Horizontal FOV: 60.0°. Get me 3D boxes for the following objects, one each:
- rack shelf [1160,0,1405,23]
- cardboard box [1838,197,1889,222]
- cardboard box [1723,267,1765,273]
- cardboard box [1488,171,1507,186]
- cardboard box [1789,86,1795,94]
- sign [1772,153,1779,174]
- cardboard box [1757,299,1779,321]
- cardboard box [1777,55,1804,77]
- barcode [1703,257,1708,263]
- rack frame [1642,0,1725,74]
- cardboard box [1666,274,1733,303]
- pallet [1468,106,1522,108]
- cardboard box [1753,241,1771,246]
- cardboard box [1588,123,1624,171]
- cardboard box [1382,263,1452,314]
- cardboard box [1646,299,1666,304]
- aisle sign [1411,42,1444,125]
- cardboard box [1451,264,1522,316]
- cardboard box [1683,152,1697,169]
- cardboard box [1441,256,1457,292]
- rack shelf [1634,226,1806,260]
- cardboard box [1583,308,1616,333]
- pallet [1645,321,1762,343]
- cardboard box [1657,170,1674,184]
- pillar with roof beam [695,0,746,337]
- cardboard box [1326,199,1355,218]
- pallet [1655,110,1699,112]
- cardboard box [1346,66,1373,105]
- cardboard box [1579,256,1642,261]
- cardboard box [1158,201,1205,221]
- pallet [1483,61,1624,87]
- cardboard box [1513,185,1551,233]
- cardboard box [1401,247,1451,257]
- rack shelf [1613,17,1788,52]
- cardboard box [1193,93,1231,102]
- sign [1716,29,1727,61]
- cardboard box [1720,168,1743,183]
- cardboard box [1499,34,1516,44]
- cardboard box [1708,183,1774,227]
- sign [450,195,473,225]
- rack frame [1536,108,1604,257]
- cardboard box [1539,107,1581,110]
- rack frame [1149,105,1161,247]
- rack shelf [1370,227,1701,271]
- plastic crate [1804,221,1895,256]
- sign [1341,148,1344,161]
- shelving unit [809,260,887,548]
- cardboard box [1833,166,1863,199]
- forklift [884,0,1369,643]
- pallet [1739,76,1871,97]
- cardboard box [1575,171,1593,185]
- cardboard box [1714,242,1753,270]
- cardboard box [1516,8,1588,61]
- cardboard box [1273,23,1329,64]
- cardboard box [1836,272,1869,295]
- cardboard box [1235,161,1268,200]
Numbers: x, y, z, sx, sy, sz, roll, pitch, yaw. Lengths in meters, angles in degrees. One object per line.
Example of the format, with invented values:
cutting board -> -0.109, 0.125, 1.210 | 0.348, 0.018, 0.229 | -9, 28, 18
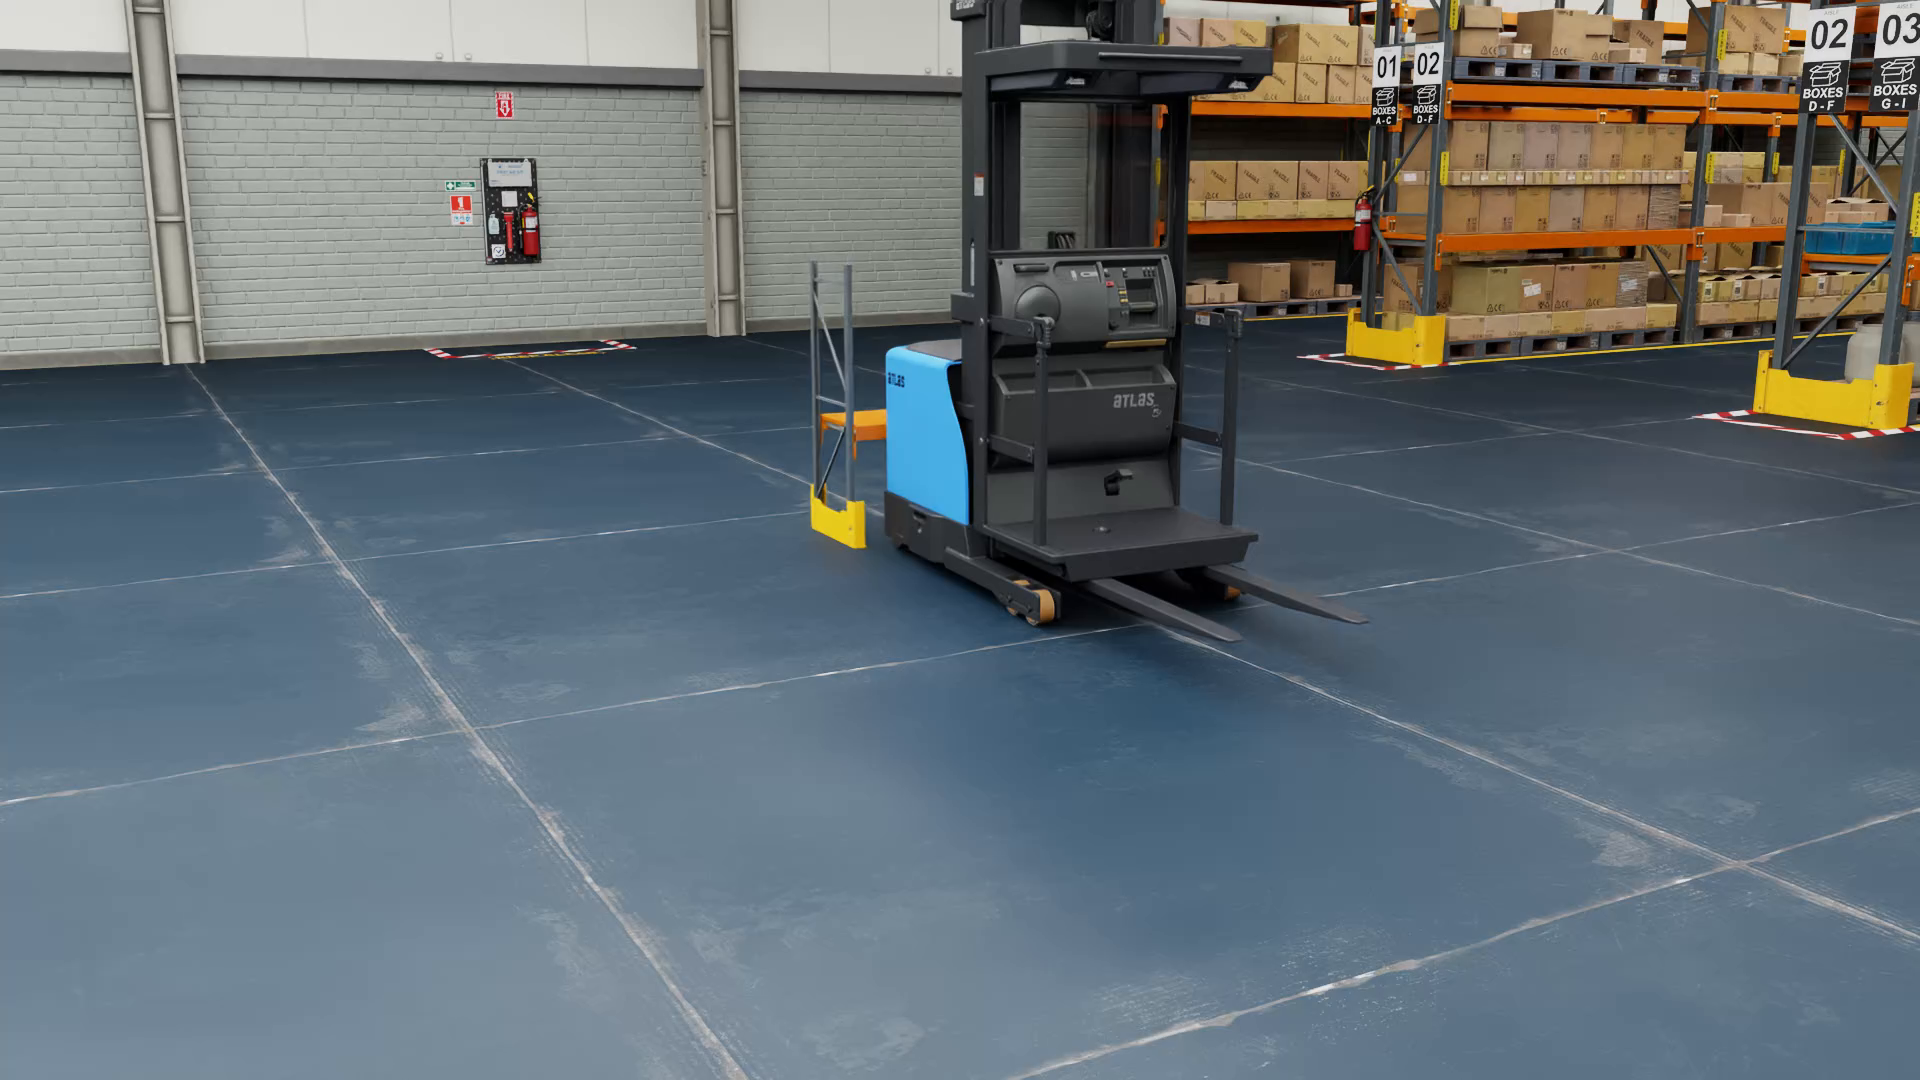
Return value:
rack shelf -> 3.992, -7.123, 21.910 | 4.000, 0.370, 1.077 | -7, 14, -28
cardboard box -> 11.295, -4.152, 20.931 | 0.500, 0.311, 0.500 | -6, 14, -24
cardboard box -> 9.678, -3.200, 20.524 | 0.500, 0.311, 0.500 | -7, 14, -29
cardboard box -> 5.511, -3.803, 17.472 | 0.250, 0.149, 0.380 | -7, 14, -28
cardboard box -> 13.502, -7.266, 26.891 | 0.500, 0.250, 0.500 | -7, 14, -28
sign -> 13.038, -6.023, 26.585 | 0.005, 0.325, 0.100 | -7, 14, -28
cardboard box -> 9.499, -2.771, 19.898 | 0.500, 0.250, 0.500 | -7, 15, -30
cardboard box -> 9.831, -5.589, 19.666 | 0.500, 0.250, 0.500 | -8, 15, -33
barcode -> 8.547, -3.215, 19.067 | 0.075, 0.075, 0.001 | -7, 14, -28
rack frame -> 8.124, -6.732, 18.525 | 0.127, 3.000, 1.000 | -7, 14, -28
cardboard box -> 8.606, -2.937, 19.358 | 0.500, 0.311, 0.500 | -7, 14, -28
pallet -> 7.249, -6.285, 23.800 | 1.003, 0.211, 1.213 | -7, 14, -28
cardboard box -> 13.252, -4.984, 27.685 | 0.250, 0.149, 0.380 | -7, 14, -28
cardboard box -> 6.855, -4.333, 18.347 | 0.500, 0.500, 0.700 | -7, 14, -28
cardboard box -> 4.941, -2.727, 17.993 | 0.500, 0.500, 0.500 | -7, 14, -28
cardboard box -> 8.349, -2.768, 19.881 | 0.500, 0.250, 0.500 | -7, 14, -28
aisle sign -> 4.702, -4.586, 16.735 | 0.004, 0.787, 0.394 | -7, 14, -28
cardboard box -> 5.628, -2.680, 17.783 | 0.500, 0.500, 0.500 | -7, 14, -28
cardboard box -> 11.134, -5.912, 25.890 | 0.500, 0.250, 0.500 | -7, 15, -29
cardboard box -> 6.815, -3.899, 24.293 | 0.500, 0.500, 0.700 | -7, 15, -29
rack shelf -> 9.879, -3.664, 20.197 | 4.000, 0.370, 1.077 | -7, 14, -28
cardboard box -> 6.946, -2.471, 18.564 | 0.500, 0.250, 0.500 | -7, 14, -28
pallet -> 8.752, -2.529, 19.868 | 1.213, 0.211, 1.003 | -7, 14, -28
cardboard box -> 7.770, -4.074, 18.677 | 0.250, 0.149, 0.380 | -7, 15, -29
pillar with roof beam -> -0.768, -6.045, 15.472 | 0.400, 9.000, 9.100 | -7, 14, -28
cardboard box -> 5.035, -4.537, 22.731 | 0.500, 0.250, 0.500 | -7, 14, -28
pallet -> 10.778, -6.747, 25.857 | 1.213, 0.211, 1.003 | -6, 14, -25
cardboard box -> 5.420, -6.180, 22.632 | 0.500, 0.500, 0.500 | -6, 14, -26
cardboard box -> 7.567, -3.046, 19.408 | 0.500, 0.500, 0.500 | -7, 14, -28
cardboard box -> 2.817, -4.265, 21.524 | 0.500, 0.250, 0.500 | -7, 15, -29
pallet -> 6.318, -5.003, 17.877 | 1.213, 0.211, 1.003 | -7, 14, -28
cardboard box -> 5.926, -3.587, 17.987 | 0.500, 0.500, 0.700 | -7, 14, -27
cardboard box -> 6.770, -4.248, 24.135 | 0.500, 0.250, 0.500 | -7, 15, -29
rack shelf -> 11.014, -7.771, 25.693 | 4.000, 0.370, 1.077 | -7, 14, -28
cardboard box -> 3.138, -5.897, 21.374 | 0.500, 0.500, 0.500 | -6, 14, -24
sign -> 8.391, -5.452, 18.314 | 0.005, 0.325, 0.100 | -7, 14, -28
cardboard box -> 12.042, -5.652, 26.439 | 0.500, 0.500, 0.500 | -7, 14, -27
cardboard box -> 5.985, -5.308, 17.957 | 0.500, 0.311, 0.500 | -5, 14, -21
cardboard box -> 9.268, -3.987, 19.764 | 0.500, 0.500, 0.500 | -6, 14, -24
sign -> -5.552, -3.674, 18.521 | 0.234, 0.329, 0.001 | -7, 14, -28
rack frame -> 9.258, -5.180, 25.294 | 0.127, 3.000, 1.000 | -7, 14, -28
cardboard box -> 8.755, -6.482, 24.404 | 0.500, 0.311, 0.500 | -7, 14, -28
rack frame -> 2.236, -4.338, 21.554 | 0.127, 3.000, 1.000 | -7, 14, -28
rack shelf -> 6.368, -3.243, 18.328 | 4.000, 0.370, 1.077 | -7, 14, -28
plastic crate -> 7.279, -2.467, 13.577 | 0.616, 0.251, 0.499 | -7, 14, -28
sign -> 5.478, -5.430, 23.770 | 0.005, 0.325, 0.100 | -7, 14, -28
shelving unit -> -0.234, -0.800, 9.248 | 1.083, 1.500, 0.587 | -7, 14, -27
cardboard box -> 14.530, -5.955, 28.055 | 0.700, 0.700, 0.980 | -8, 15, -31
forklift -> 0.685, -1.156, 7.570 | 1.130, 2.935, 3.031 | -6, 14, -25
pallet -> 10.102, -5.390, 19.826 | 1.213, 0.211, 1.003 | -6, 14, -25
cardboard box -> 6.641, -3.938, 18.072 | 0.250, 0.149, 0.380 | -6, 14, -26
cardboard box -> 12.261, -4.663, 26.938 | 0.750, 0.750, 0.750 | -7, 14, -27
cardboard box -> 6.202, -5.291, 17.454 | 0.500, 0.500, 0.500 | -7, 14, -28
cardboard box -> 4.508, -6.547, 21.987 | 0.500, 0.500, 0.500 | -7, 15, -30
cardboard box -> 10.840, -3.204, 20.543 | 0.500, 0.311, 0.500 | -7, 14, -29
cardboard box -> 3.694, -4.736, 21.910 | 0.500, 0.500, 0.500 | -7, 15, -30
